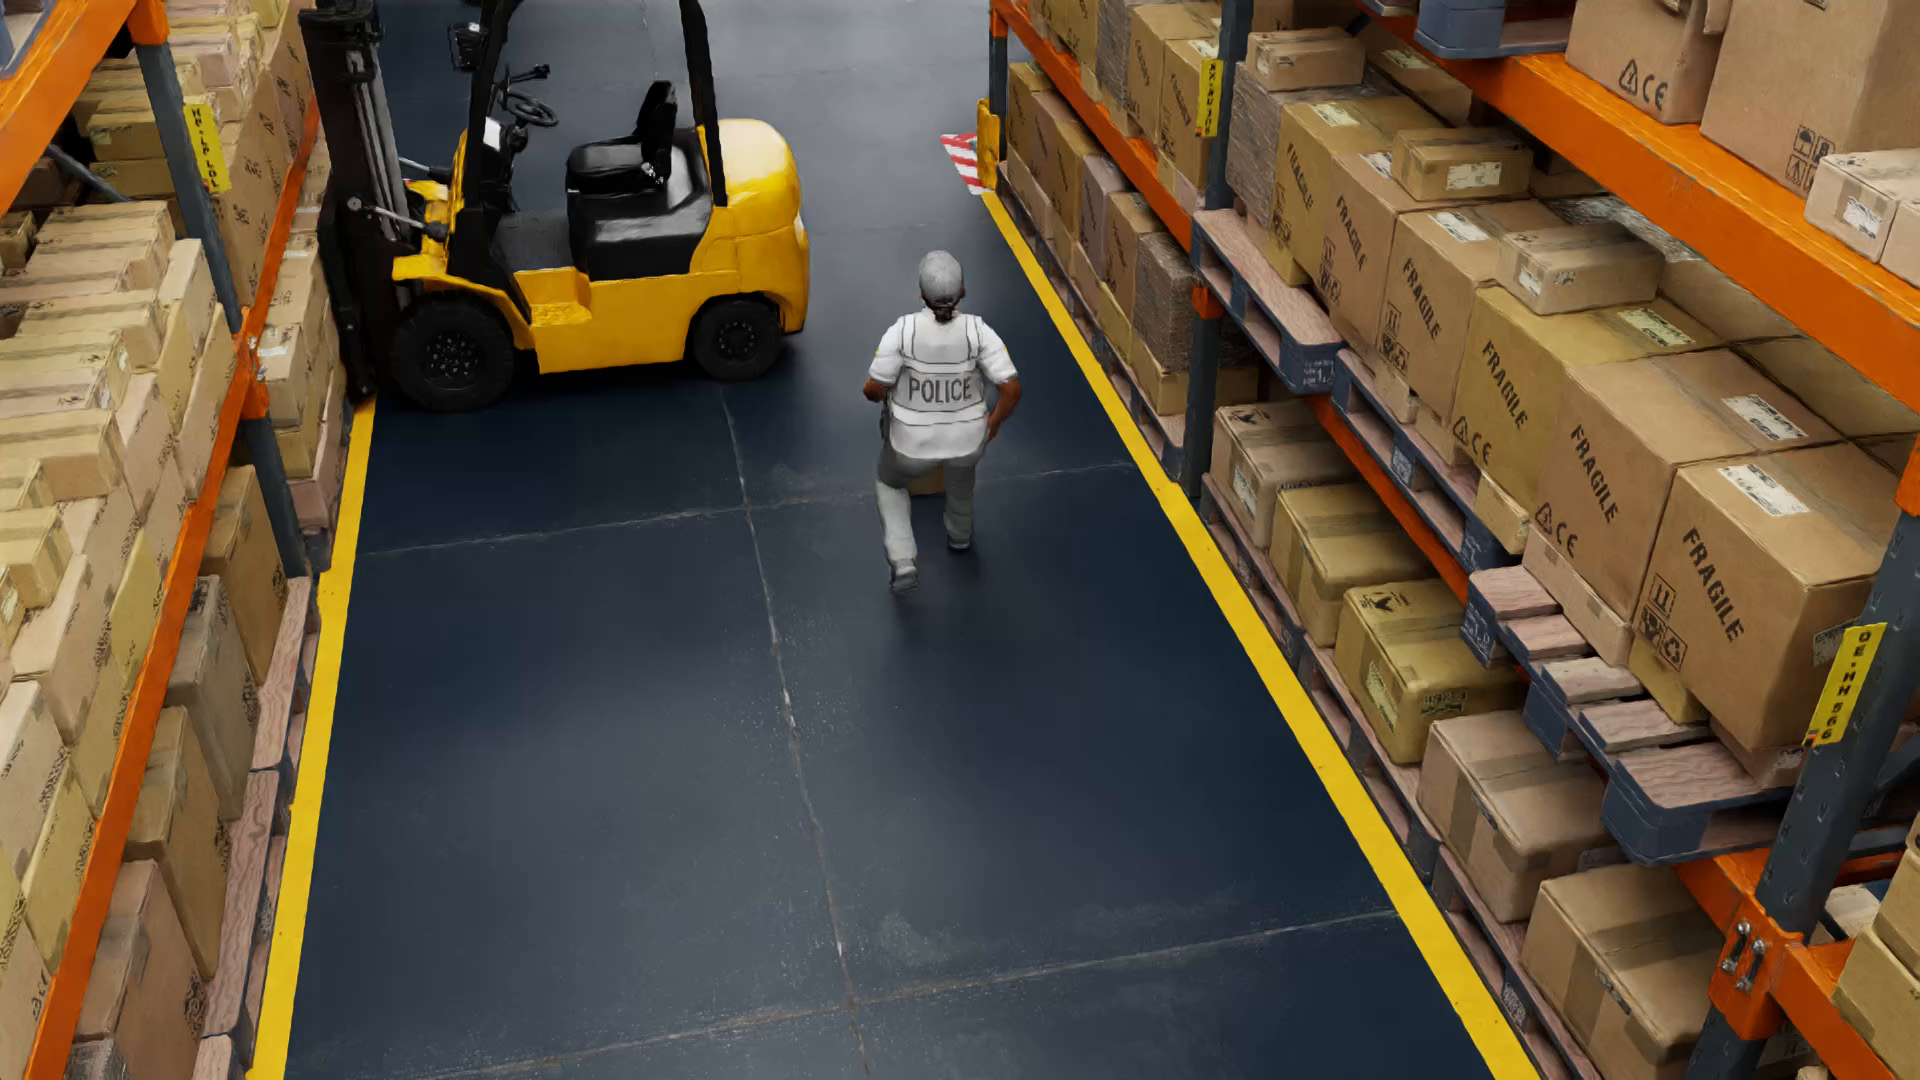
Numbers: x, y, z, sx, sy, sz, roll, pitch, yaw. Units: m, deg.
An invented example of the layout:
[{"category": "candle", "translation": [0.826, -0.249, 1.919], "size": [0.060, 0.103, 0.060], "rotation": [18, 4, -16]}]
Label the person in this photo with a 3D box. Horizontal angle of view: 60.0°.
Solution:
[{"category": "person", "translation": [-0.127, -0.536, 6.970], "size": [0.612, 1.572, 0.763], "rotation": [-7, 35, -10]}]
